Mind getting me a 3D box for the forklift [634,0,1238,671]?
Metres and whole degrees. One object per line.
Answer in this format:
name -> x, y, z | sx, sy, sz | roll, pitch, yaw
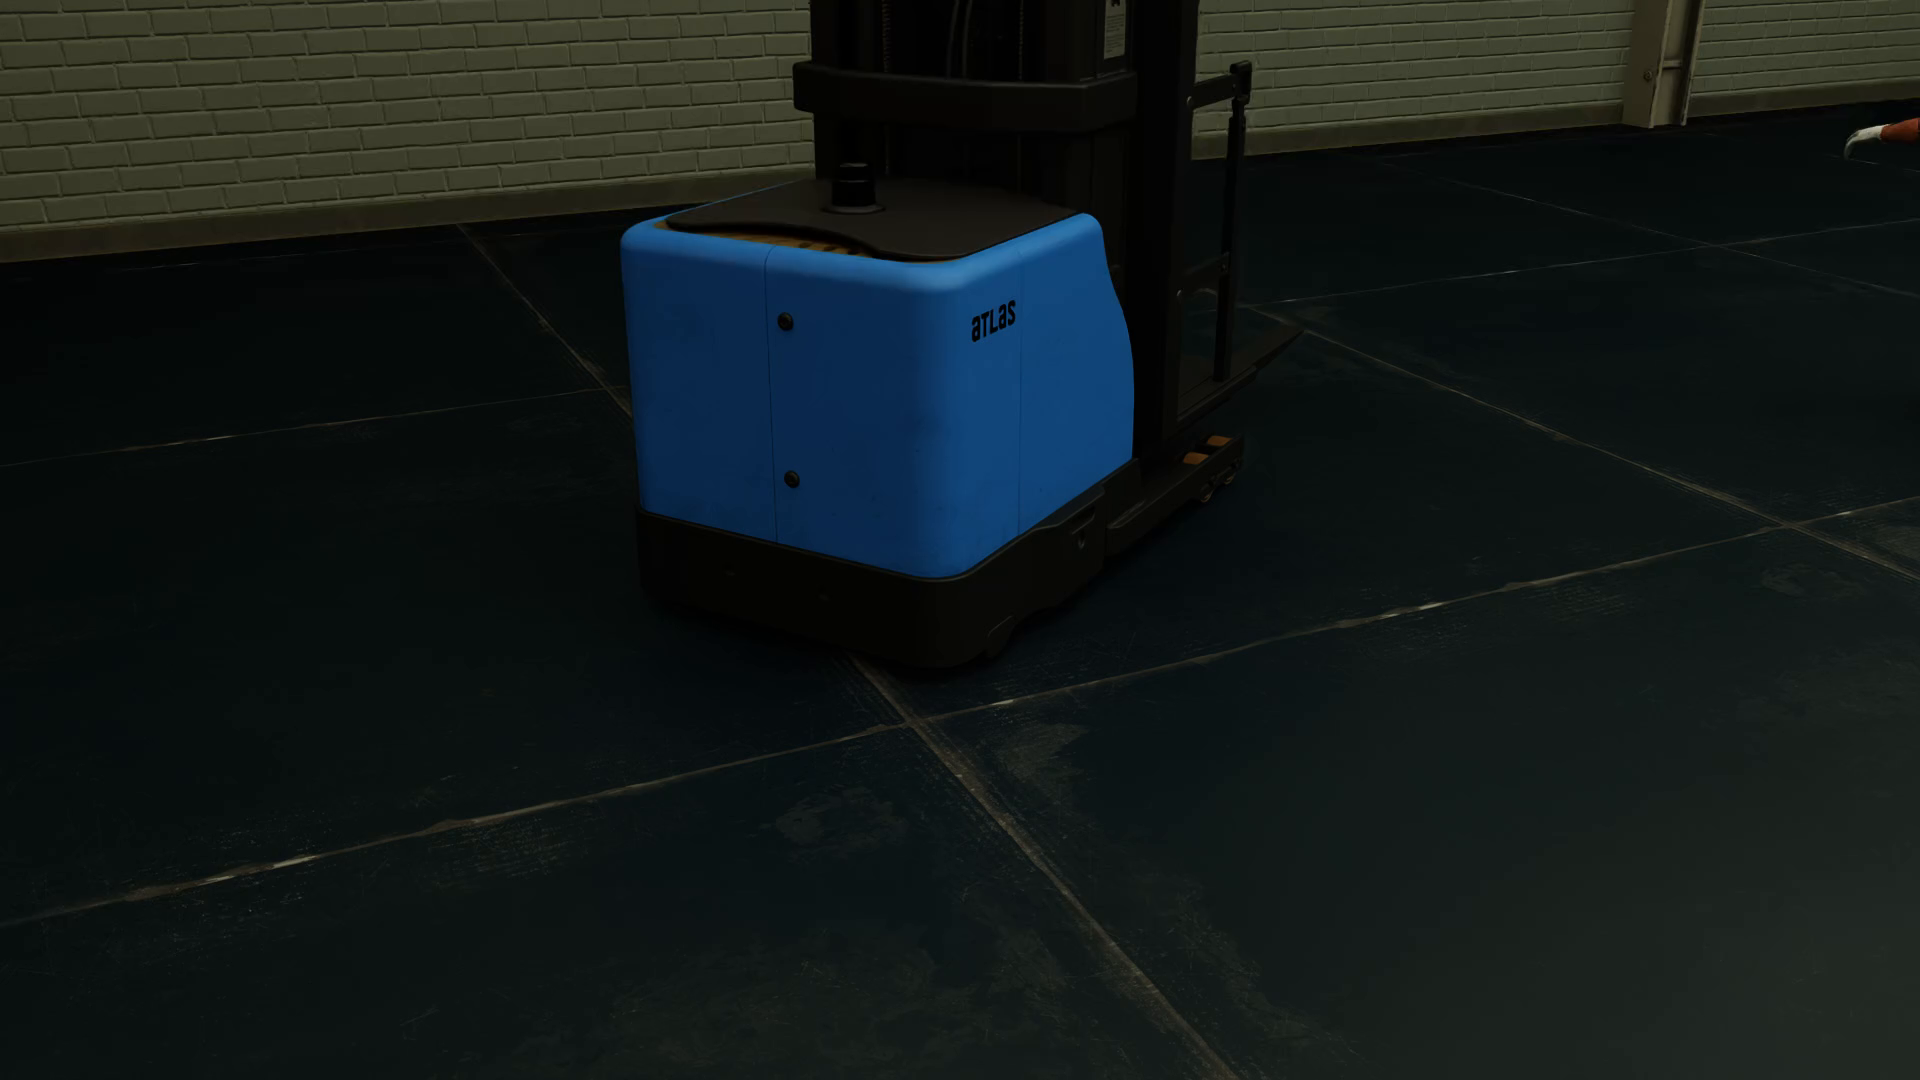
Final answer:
forklift -> 0.211, -1.561, 5.044 | 1.130, 2.935, 3.031 | 9, 24, 21
